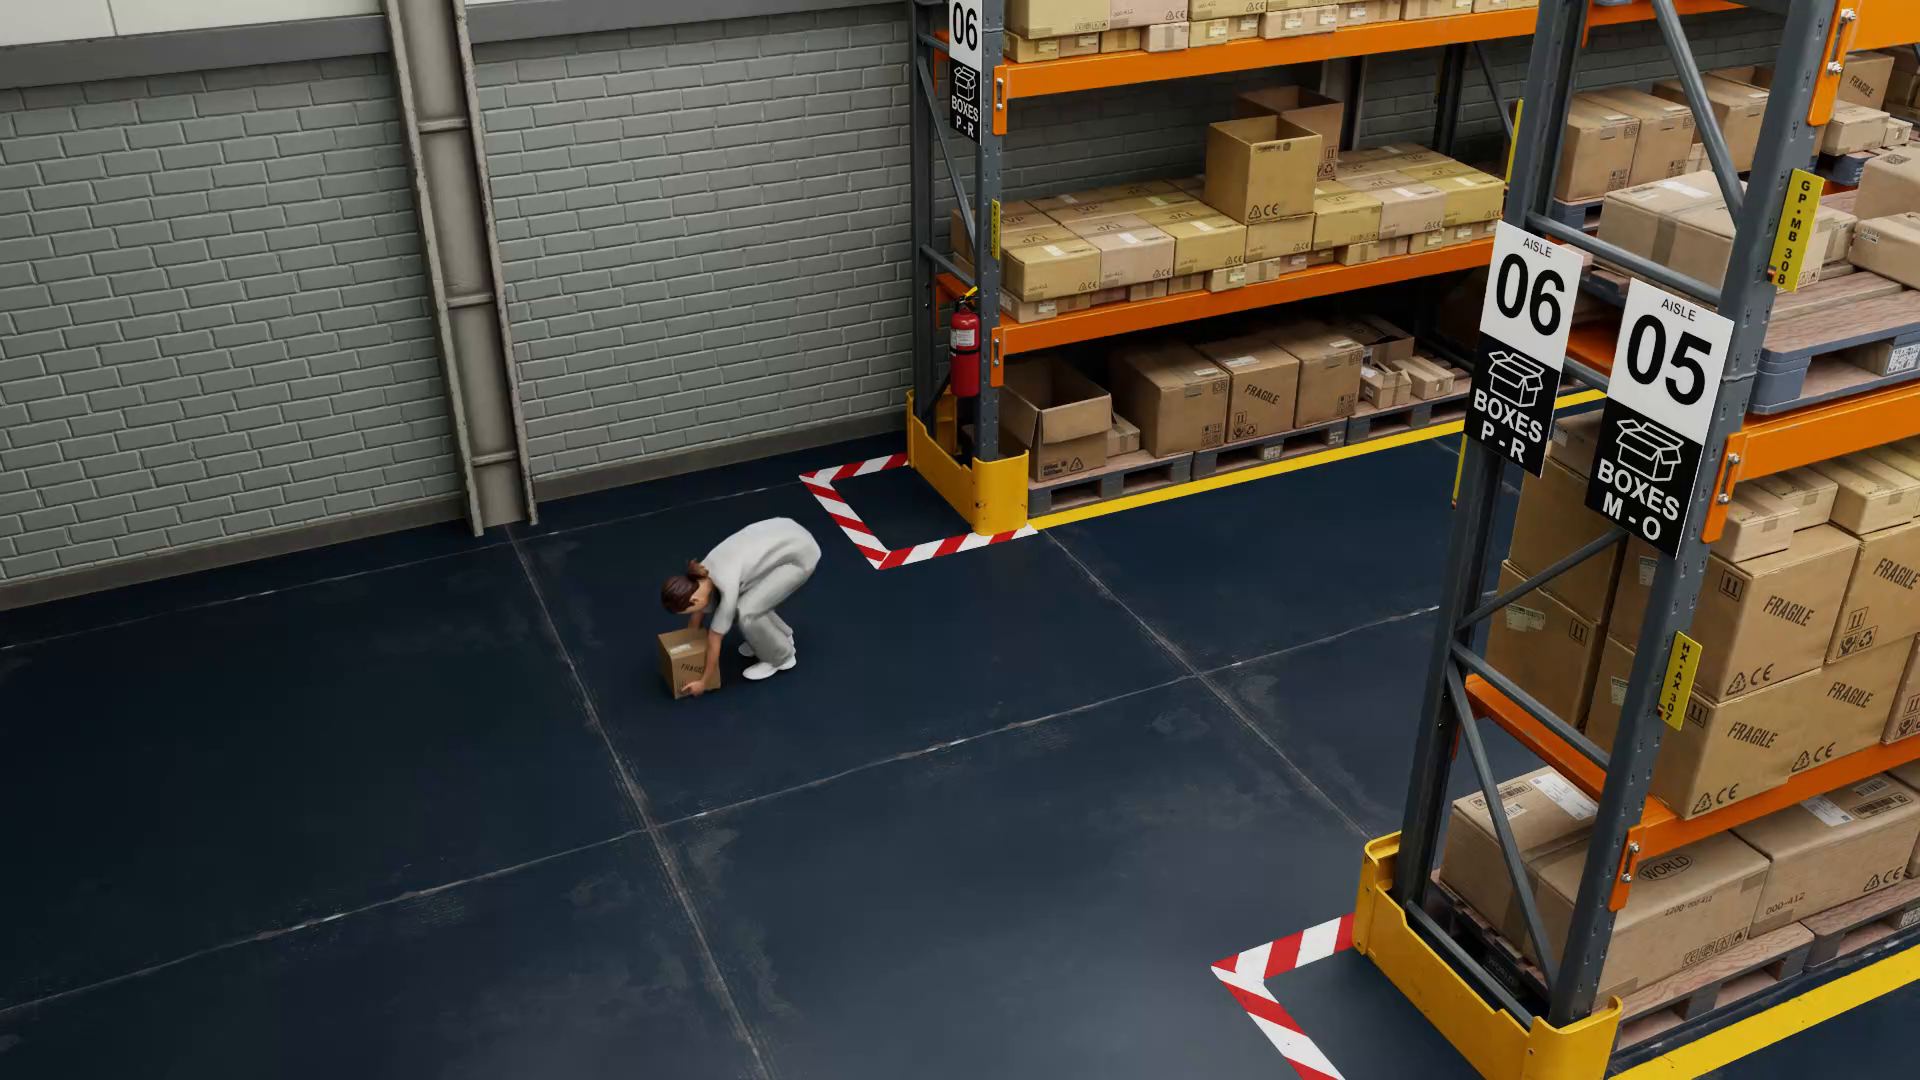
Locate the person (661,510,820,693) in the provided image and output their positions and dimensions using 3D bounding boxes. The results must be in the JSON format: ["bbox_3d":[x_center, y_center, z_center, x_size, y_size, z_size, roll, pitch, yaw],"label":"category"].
[{"bbox_3d":[-1.147,0.312,8.729,0.852,0.852,0.459,-15,33,-24],"label":"person"}]
